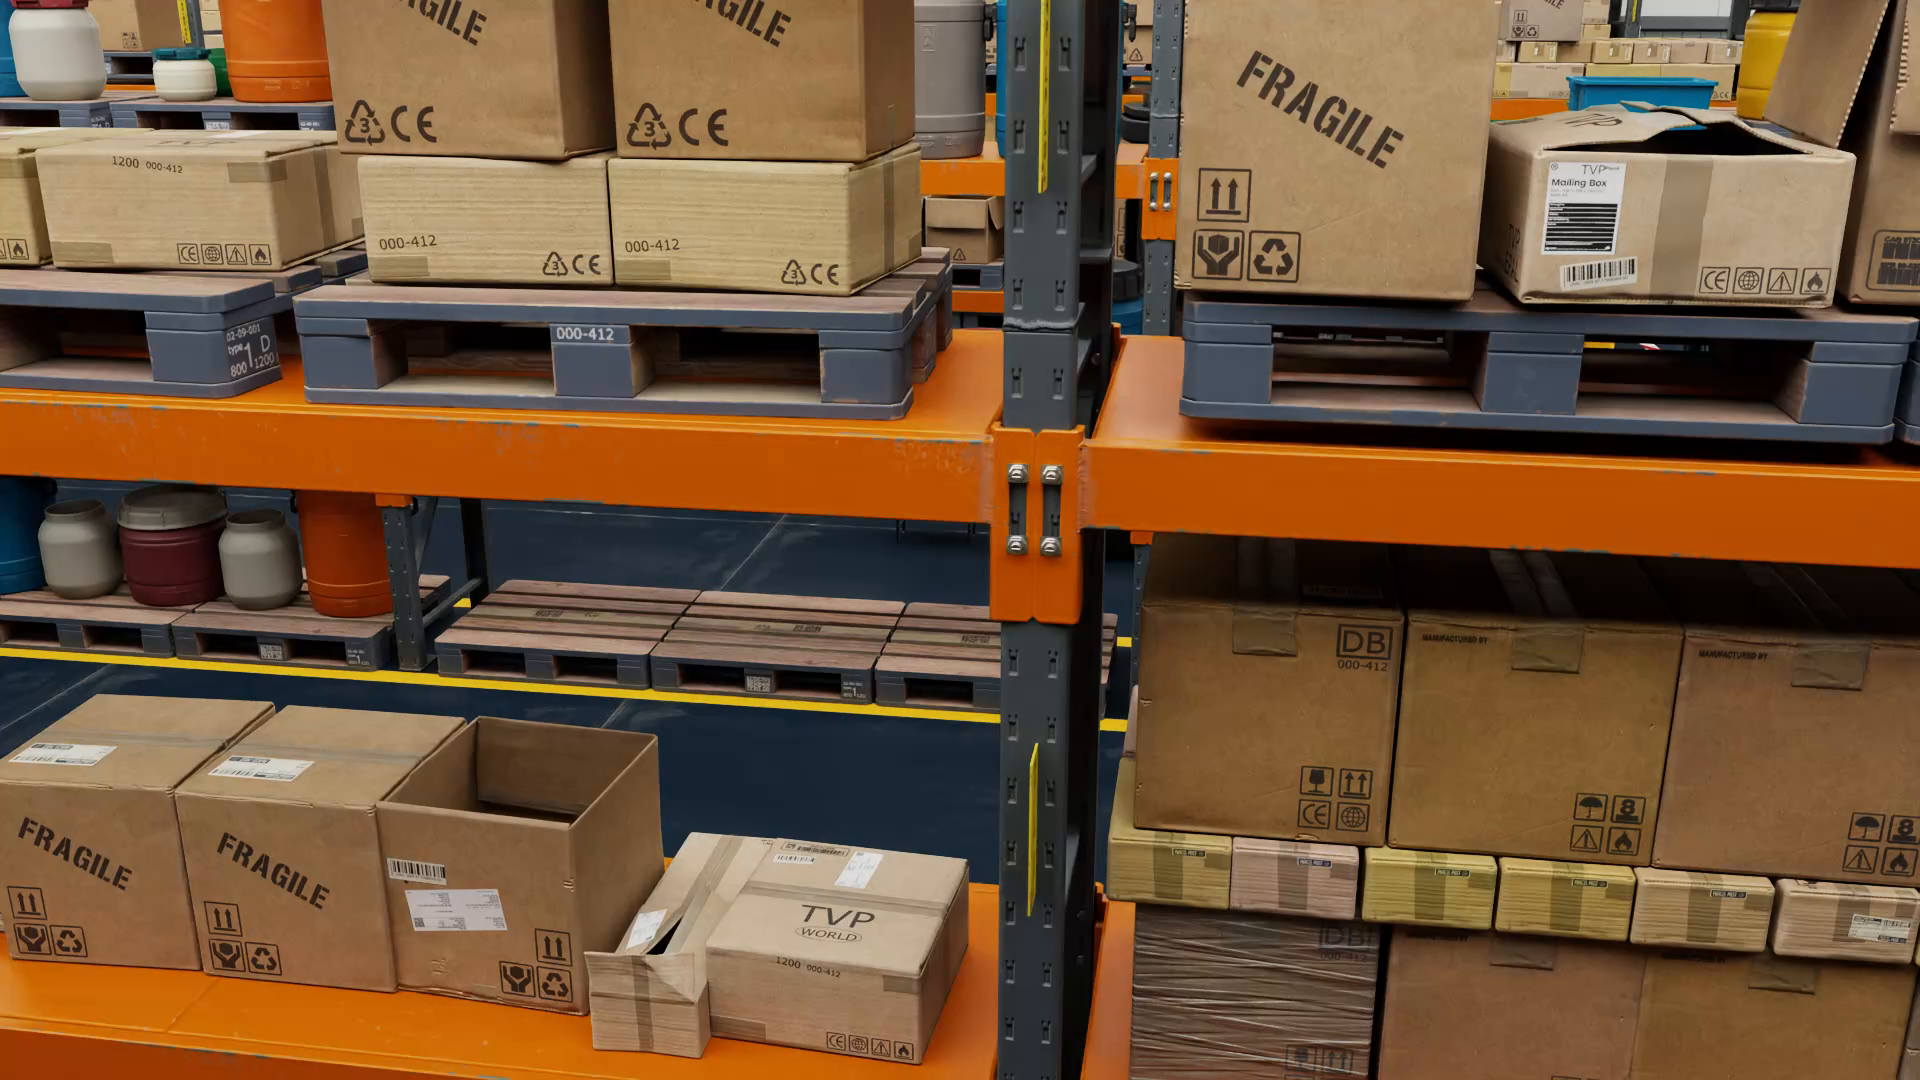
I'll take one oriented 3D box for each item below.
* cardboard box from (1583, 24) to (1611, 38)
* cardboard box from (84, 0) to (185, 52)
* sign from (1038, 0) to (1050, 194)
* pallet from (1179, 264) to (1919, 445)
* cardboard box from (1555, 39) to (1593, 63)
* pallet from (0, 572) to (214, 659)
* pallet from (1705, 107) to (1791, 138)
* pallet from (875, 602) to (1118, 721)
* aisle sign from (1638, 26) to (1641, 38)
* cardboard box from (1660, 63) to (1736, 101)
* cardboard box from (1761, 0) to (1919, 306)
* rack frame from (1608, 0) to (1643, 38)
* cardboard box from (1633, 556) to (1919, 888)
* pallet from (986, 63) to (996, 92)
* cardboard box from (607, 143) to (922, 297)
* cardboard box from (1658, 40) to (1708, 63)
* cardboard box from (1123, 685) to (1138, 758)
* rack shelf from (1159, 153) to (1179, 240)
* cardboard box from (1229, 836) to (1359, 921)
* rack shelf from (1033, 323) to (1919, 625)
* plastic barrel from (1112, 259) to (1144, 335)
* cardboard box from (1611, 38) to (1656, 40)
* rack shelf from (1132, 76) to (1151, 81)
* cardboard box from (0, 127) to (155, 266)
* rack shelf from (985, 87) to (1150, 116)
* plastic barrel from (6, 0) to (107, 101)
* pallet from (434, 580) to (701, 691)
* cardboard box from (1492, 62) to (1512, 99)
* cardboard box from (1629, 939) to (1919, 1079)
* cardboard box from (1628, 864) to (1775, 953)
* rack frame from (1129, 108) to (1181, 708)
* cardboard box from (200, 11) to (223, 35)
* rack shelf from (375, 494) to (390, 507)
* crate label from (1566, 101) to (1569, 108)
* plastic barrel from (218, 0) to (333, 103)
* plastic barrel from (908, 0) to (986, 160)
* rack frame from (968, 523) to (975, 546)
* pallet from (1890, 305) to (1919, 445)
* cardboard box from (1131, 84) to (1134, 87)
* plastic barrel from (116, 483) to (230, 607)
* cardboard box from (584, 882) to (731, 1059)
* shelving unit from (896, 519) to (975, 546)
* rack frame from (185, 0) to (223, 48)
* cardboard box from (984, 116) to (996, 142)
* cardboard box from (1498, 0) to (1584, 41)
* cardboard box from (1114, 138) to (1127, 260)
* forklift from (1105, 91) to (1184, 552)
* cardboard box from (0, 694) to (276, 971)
[{"bbox_3d":[6.246,-5.012,16.403,0.250,0.149,0.380,3,19,9],"label":"cardboard box"},{"bbox_3d":[-6.889,-4.343,13.852,0.500,0.500,0.700,2,19,5],"label":"cardboard box"},{"bbox_3d":[0.141,-0.747,2.770,0.005,0.325,0.100,3,19,9],"label":"sign"},{"bbox_3d":[1.064,-0.446,3.321,1.213,0.211,1.003,3,19,9],"label":"pallet"},{"bbox_3d":[4.416,-3.545,12.051,0.250,0.149,0.380,3,19,9],"label":"cardboard box"},{"bbox_3d":[-4.929,0.380,9.834,1.213,0.211,1.003,3,19,9],"label":"pallet"},{"bbox_3d":[4.155,-1.856,7.693,1.213,0.211,1.003,3,19,9],"label":"pallet"},{"bbox_3d":[0.225,0.643,9.049,1.213,0.211,1.003,3,19,9],"label":"pallet"},{"bbox_3d":[6.651,-4.686,16.485,0.004,0.787,0.394,3,19,9],"label":"aisle sign"},{"bbox_3d":[5.225,-3.298,11.943,0.500,0.250,0.500,3,19,10],"label":"cardboard box"},{"bbox_3d":[1.823,-0.715,2.940,0.637,0.503,0.797,5,19,15],"label":"cardboard box"},{"bbox_3d":[6.628,-6.396,16.237,0.127,3.000,1.000,3,19,9],"label":"rack frame"},{"bbox_3d":[1.650,0.308,3.454,0.500,0.500,0.700,3,19,9],"label":"cardboard box"},{"bbox_3d":[0.175,-3.653,13.061,1.003,0.211,1.213,3,19,9],"label":"pallet"},{"bbox_3d":[-0.389,-0.685,3.470,0.500,0.250,0.500,5,19,14],"label":"cardboard box"},{"bbox_3d":[5.180,-3.509,11.943,0.250,0.149,0.380,2,19,7],"label":"cardboard box"},{"bbox_3d":[0.520,0.491,3.928,0.250,0.149,0.380,3,19,9],"label":"cardboard box"},{"bbox_3d":[2.981,-1.633,7.862,4.000,0.370,1.077,3,19,9],"label":"rack shelf"},{"bbox_3d":[0.700,0.631,3.509,0.250,0.149,0.380,3,19,9],"label":"cardboard box"},{"bbox_3d":[2.192,-0.081,3.224,4.000,0.370,1.077,3,19,9],"label":"rack shelf"},{"bbox_3d":[0.673,-1.004,8.787,0.708,0.901,0.600,3,19,9],"label":"plastic barrel"},{"bbox_3d":[4.997,-3.647,12.355,0.250,0.149,0.380,3,19,8],"label":"cardboard box"},{"bbox_3d":[0.704,-4.934,17.730,4.000,0.370,1.077,3,19,9],"label":"rack shelf"},{"bbox_3d":[-2.192,-0.794,3.796,0.500,0.250,0.500,3,19,8],"label":"cardboard box"},{"bbox_3d":[-0.182,-3.386,13.101,4.000,0.370,1.077,3,19,9],"label":"rack shelf"},{"bbox_3d":[-4.717,-2.581,8.687,0.433,0.535,0.433,0,18,0],"label":"plastic barrel"},{"bbox_3d":[-2.184,0.520,9.416,1.213,0.211,1.003,3,19,9],"label":"pallet"},{"bbox_3d":[3.730,-3.375,12.171,0.500,0.250,0.500,3,19,8],"label":"cardboard box"},{"bbox_3d":[1.673,0.924,3.658,0.500,0.500,0.700,3,19,9],"label":"cardboard box"},{"bbox_3d":[1.461,0.670,3.394,0.250,0.149,0.380,2,19,7],"label":"cardboard box"},{"bbox_3d":[1.007,-0.652,8.524,0.127,3.000,1.000,3,19,9],"label":"rack frame"},{"bbox_3d":[-8.261,-5.815,18.677,0.500,0.250,0.500,3,19,8],"label":"cardboard box"},{"bbox_3d":[-4.917,-0.613,9.541,4.000,0.370,1.077,3,19,9],"label":"rack shelf"},{"bbox_3d":[3.160,-2.000,8.061,0.408,0.251,0.502,3,19,9],"label":"crate label"},{"bbox_3d":[-3.503,-2.708,8.603,0.708,0.830,0.600,3,19,9],"label":"plastic barrel"},{"bbox_3d":[-0.175,-2.303,7.941,0.600,0.901,0.600,0,18,0],"label":"plastic barrel"},{"bbox_3d":[0.077,-0.565,11.101,0.015,1.200,0.240,3,19,9],"label":"rack frame"},{"bbox_3d":[2.265,-0.384,3.135,1.213,0.211,1.003,3,19,9],"label":"pallet"},{"bbox_3d":[2.190,-5.987,22.158,0.250,0.149,0.380,2,19,7],"label":"cardboard box"},{"bbox_3d":[-4.543,0.015,9.670,0.708,0.588,0.600,3,19,9],"label":"plastic barrel"},{"bbox_3d":[-0.680,0.977,3.869,0.258,0.266,0.396,2,19,7],"label":"cardboard box"},{"bbox_3d":[-0.163,-0.577,11.138,0.503,1.200,0.258,3,19,9],"label":"shelving unit"},{"bbox_3d":[-6.106,-5.451,13.413,0.127,3.000,1.000,3,19,9],"label":"rack frame"},{"bbox_3d":[0.178,-4.400,17.991,0.500,0.500,0.700,3,19,8],"label":"cardboard box"},{"bbox_3d":[4.171,-3.849,11.938,0.500,0.500,0.500,3,19,9],"label":"cardboard box"},{"bbox_3d":[1.030,-2.771,13.251,1.000,1.000,1.000,3,19,9],"label":"cardboard box"},{"bbox_3d":[1.832,-1.439,10.985,3.031,2.935,1.130,-1,19,-3],"label":"forklift"},{"bbox_3d":[-2.073,0.730,4.236,0.500,0.500,0.500,2,19,6],"label":"cardboard box"}]
